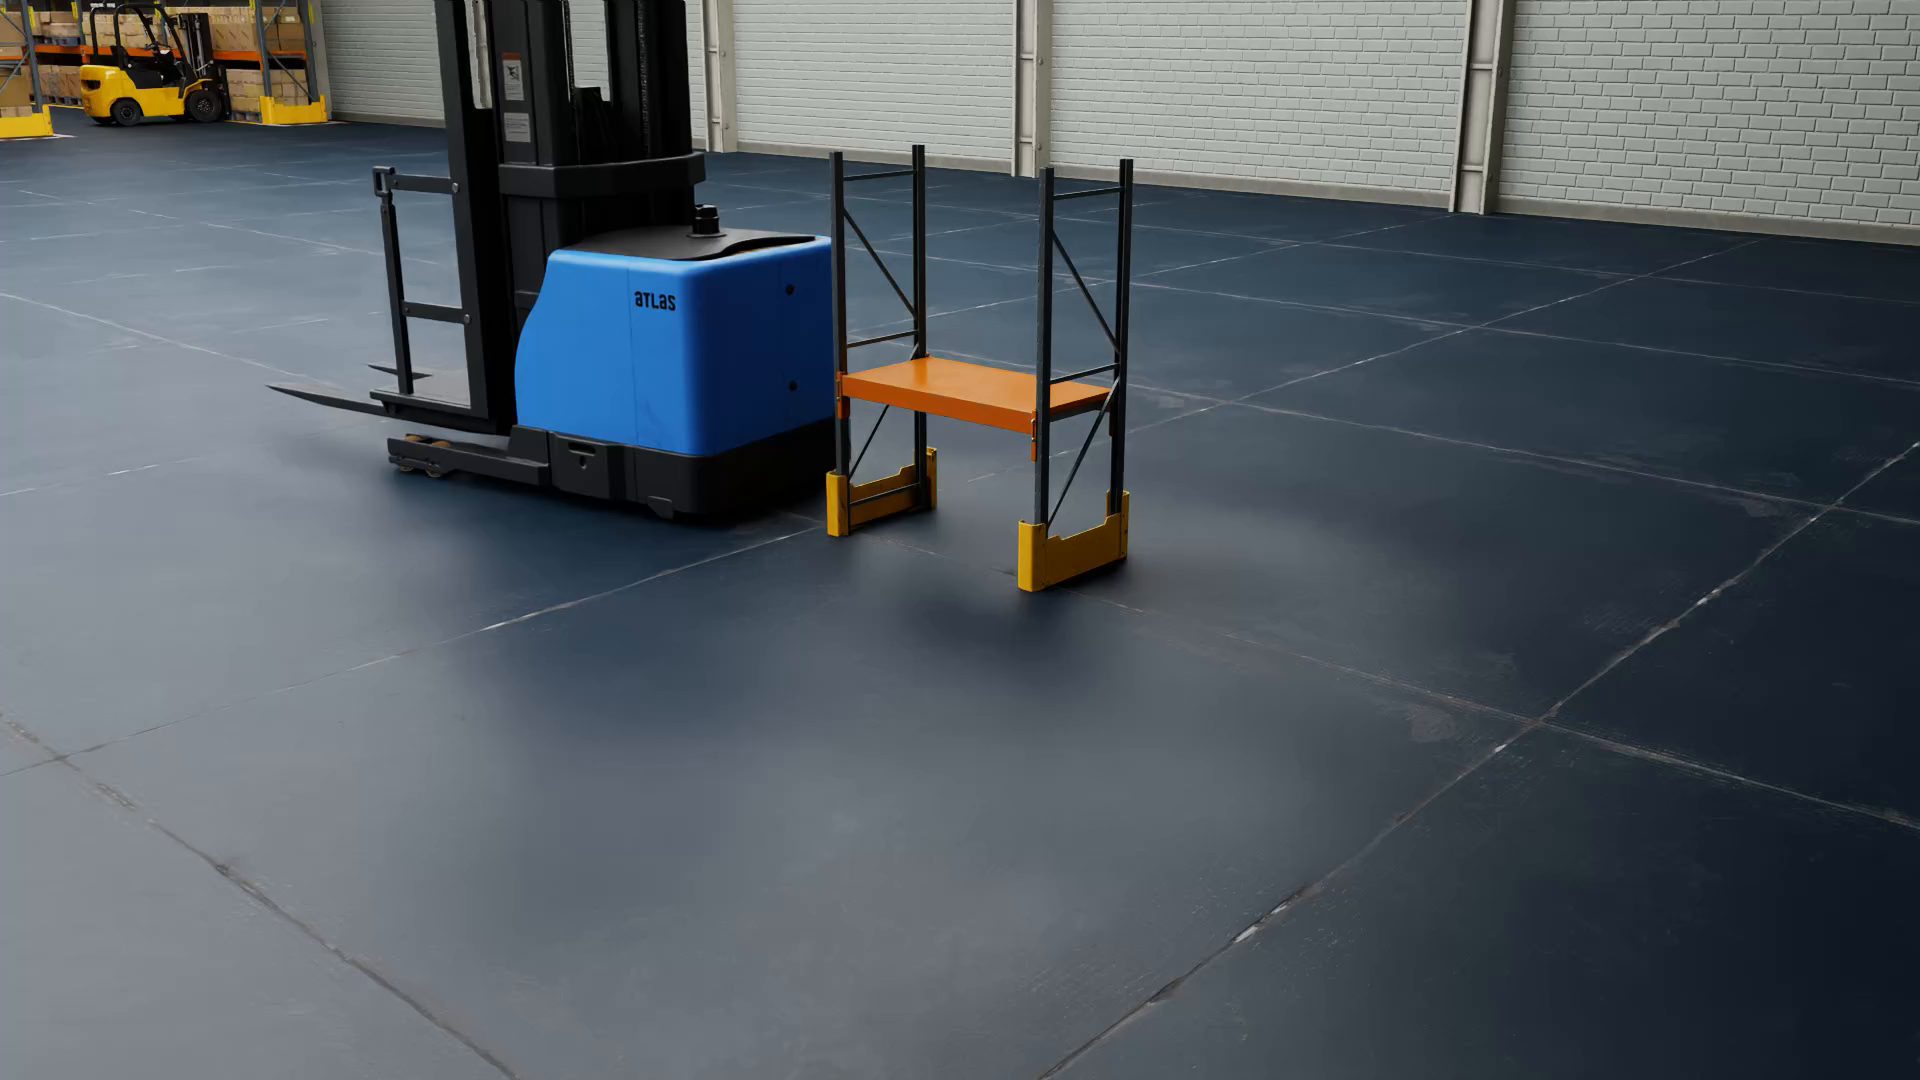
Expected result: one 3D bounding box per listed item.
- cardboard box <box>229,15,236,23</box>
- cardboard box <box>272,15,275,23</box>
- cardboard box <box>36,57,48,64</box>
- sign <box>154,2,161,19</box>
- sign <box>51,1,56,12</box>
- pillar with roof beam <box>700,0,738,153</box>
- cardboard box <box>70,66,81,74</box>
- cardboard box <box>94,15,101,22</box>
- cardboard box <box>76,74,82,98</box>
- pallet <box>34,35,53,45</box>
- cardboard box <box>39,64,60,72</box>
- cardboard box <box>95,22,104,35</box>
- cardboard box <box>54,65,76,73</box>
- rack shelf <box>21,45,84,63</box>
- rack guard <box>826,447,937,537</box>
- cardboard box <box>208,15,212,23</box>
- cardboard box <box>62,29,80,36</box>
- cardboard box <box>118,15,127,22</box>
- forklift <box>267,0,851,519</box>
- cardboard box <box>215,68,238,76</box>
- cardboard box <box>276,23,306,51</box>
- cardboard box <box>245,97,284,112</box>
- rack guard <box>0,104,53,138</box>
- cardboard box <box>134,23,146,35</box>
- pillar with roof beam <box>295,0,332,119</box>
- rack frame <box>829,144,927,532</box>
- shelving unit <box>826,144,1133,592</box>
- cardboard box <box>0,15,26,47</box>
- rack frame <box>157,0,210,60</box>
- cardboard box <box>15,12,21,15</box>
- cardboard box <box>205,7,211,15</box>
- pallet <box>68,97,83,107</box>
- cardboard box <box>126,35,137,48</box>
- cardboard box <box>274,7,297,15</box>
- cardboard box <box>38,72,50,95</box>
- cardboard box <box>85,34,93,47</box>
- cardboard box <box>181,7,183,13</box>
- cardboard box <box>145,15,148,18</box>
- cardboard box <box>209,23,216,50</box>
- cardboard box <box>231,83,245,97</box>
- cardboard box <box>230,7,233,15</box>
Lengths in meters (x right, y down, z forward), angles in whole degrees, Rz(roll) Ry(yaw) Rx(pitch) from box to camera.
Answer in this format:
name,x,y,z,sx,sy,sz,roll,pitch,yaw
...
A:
name,x,y,z,sx,sy,sz,roll,pitch,yaw
cardboard box,-13.624,-9.885,31.563,0.250,0.149,0.380,15,23,39
cardboard box,-12.945,-9.878,31.541,0.250,0.149,0.380,15,23,39
cardboard box,-21.294,-11.055,38.360,0.250,0.149,0.380,14,22,37
sign,-15.981,-10.552,33.118,0.005,0.325,0.100,15,23,39
sign,-21.246,-12.447,38.959,0.005,0.325,0.100,15,23,39
pillar with roof beam,-6.441,-9.179,20.658,0.400,9.000,9.100,15,23,39
cardboard box,-19.382,-10.373,36.704,0.250,0.149,0.380,14,22,36
cardboard box,-18.167,-11.093,35.368,0.250,0.149,0.380,16,24,41
cardboard box,-19.079,-10.011,36.634,0.500,0.500,0.500,16,24,41
pallet,-20.078,-11.264,37.461,1.213,0.211,1.003,15,23,39
cardboard box,-20.848,-10.815,38.098,0.250,0.149,0.380,15,23,38
cardboard box,-18.077,-10.887,35.380,0.500,0.250,0.500,16,24,41
cardboard box,-20.131,-10.598,37.412,0.250,0.149,0.380,14,22,37
rack shelf,-20.116,-11.024,37.579,4.000,0.370,1.077,15,23,39
rack guard,-0.315,-0.204,6.841,0.087,0.250,0.587,15,23,39
cardboard box,-14.421,-10.081,32.180,0.250,0.149,0.380,14,23,38
cardboard box,-19.366,-11.091,36.322,0.250,0.149,0.380,16,23,40
cardboard box,-17.256,-10.823,34.519,0.250,0.149,0.380,14,23,38
forklift,-2.007,-1.798,7.432,3.031,2.935,1.130,11,21,31
cardboard box,-14.332,-9.051,32.371,0.500,0.250,0.500,14,23,38
cardboard box,-12.823,-9.569,31.640,0.500,0.500,0.500,16,24,41
cardboard box,-13.198,-8.272,31.568,0.500,0.250,0.500,15,23,40
rack guard,-15.985,-7.059,28.029,0.348,0.500,1.175,15,23,39
cardboard box,-16.555,-10.472,34.070,0.500,0.250,0.500,14,23,38
pillar with roof beam,-15.416,-11.588,28.250,0.400,9.000,9.100,15,23,39
rack frame,-0.316,-0.800,6.652,0.032,1.500,0.500,15,23,39
shelving unit,0.057,-0.700,6.337,1.083,1.500,0.587,15,23,39
cardboard box,-16.099,-8.583,28.040,0.500,0.500,0.500,15,23,38
rack frame,-15.628,-10.162,33.674,0.127,3.000,1.000,15,23,39
cardboard box,-21.011,-11.765,37.864,0.500,0.500,0.700,15,23,40
cardboard box,-14.372,-10.243,32.199,0.250,0.149,0.380,15,23,39
pallet,-19.153,-9.795,37.126,1.213,0.211,1.003,15,23,39
cardboard box,-16.910,-10.339,34.480,0.500,0.250,0.500,15,23,40
cardboard box,-12.746,-9.974,31.350,0.250,0.149,0.380,14,23,38
cardboard box,-20.624,-10.424,37.935,0.500,0.500,0.500,14,22,38
cardboard box,-18.450,-10.750,35.773,0.500,0.250,0.500,15,23,39
cardboard box,-15.135,-10.449,32.847,0.250,0.149,0.380,14,23,38
cardboard box,-16.384,-10.646,33.962,0.250,0.149,0.380,15,23,39
cardboard box,-14.327,-9.754,32.222,0.500,0.500,0.500,15,23,40
cardboard box,-13.576,-8.617,31.831,0.500,0.250,0.500,15,23,39
cardboard box,-13.600,-10.038,31.553,0.250,0.149,0.380,15,23,40
